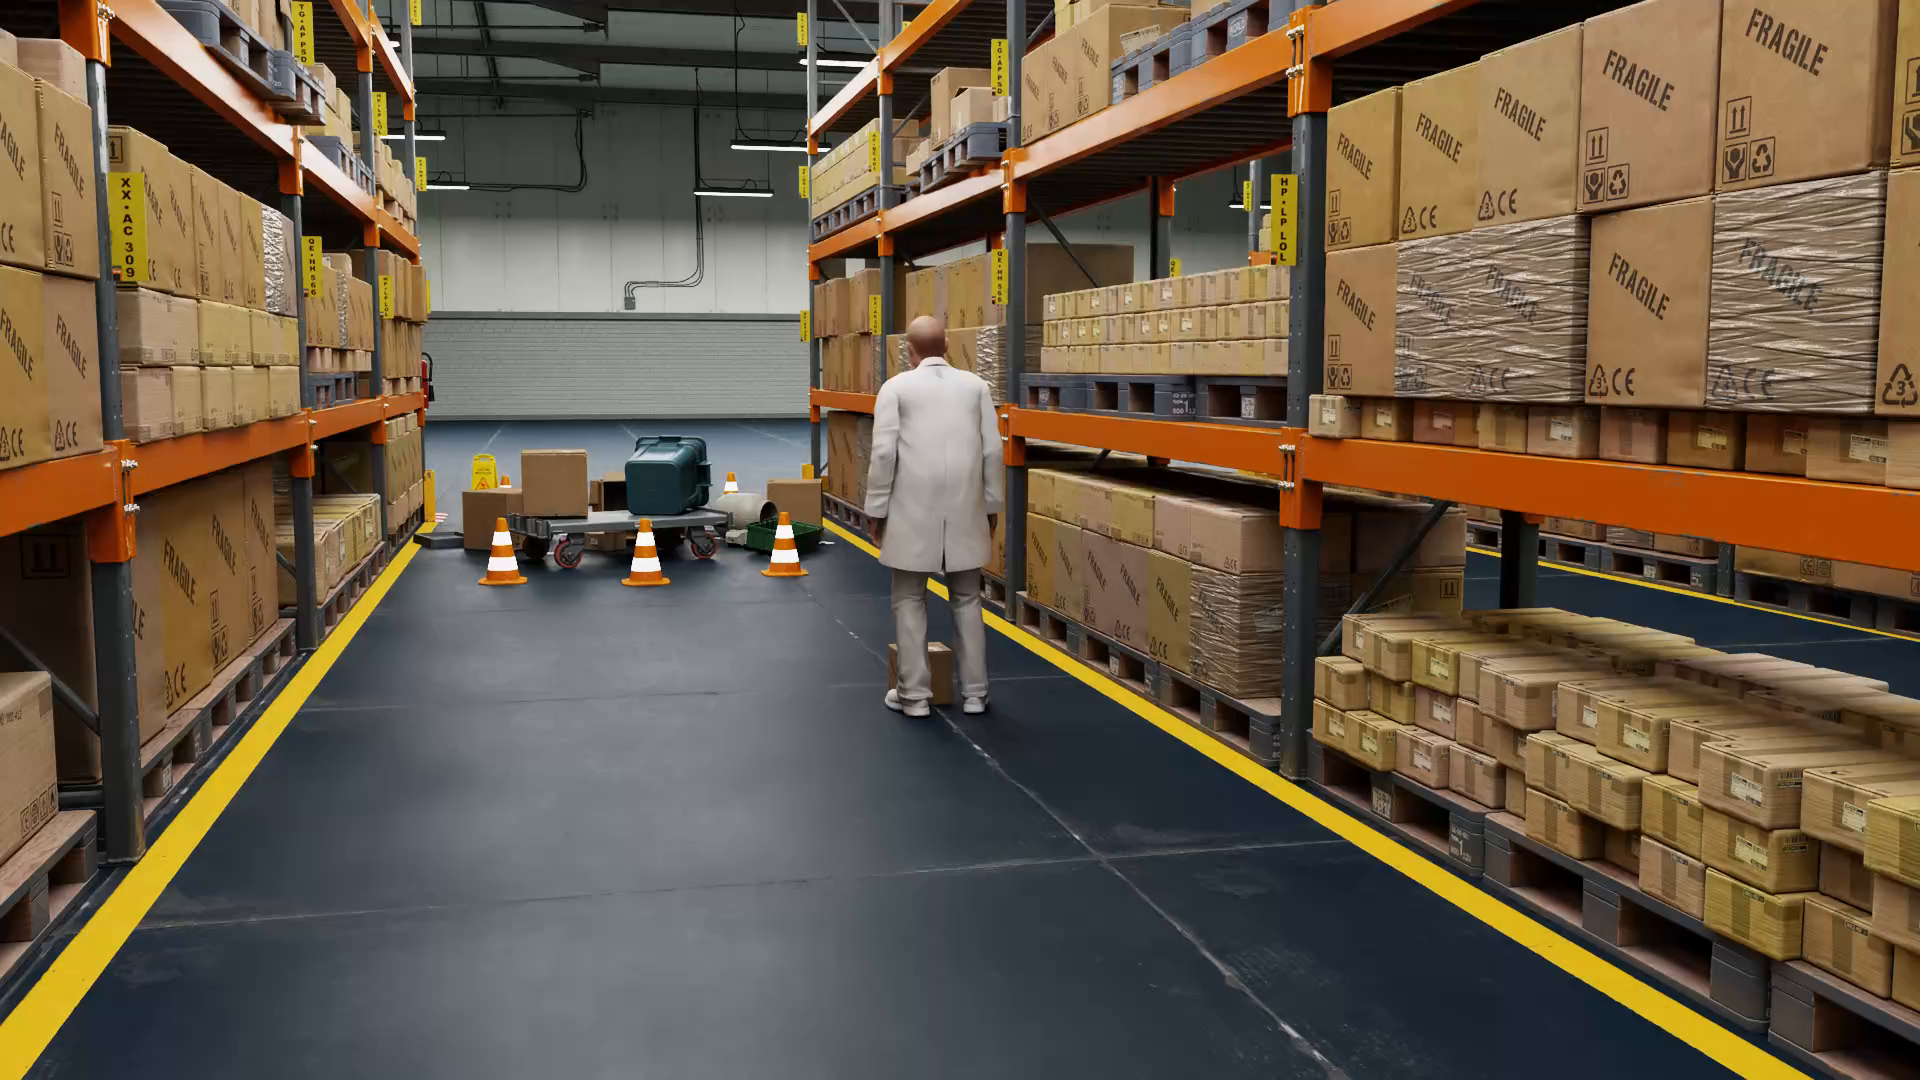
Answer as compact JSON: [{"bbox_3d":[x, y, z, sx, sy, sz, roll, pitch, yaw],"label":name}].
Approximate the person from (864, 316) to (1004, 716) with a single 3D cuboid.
[{"bbox_3d":[-0.113,-0.110,7.437,0.647,1.773,0.427,-2,6,-16],"label":"person"}]
